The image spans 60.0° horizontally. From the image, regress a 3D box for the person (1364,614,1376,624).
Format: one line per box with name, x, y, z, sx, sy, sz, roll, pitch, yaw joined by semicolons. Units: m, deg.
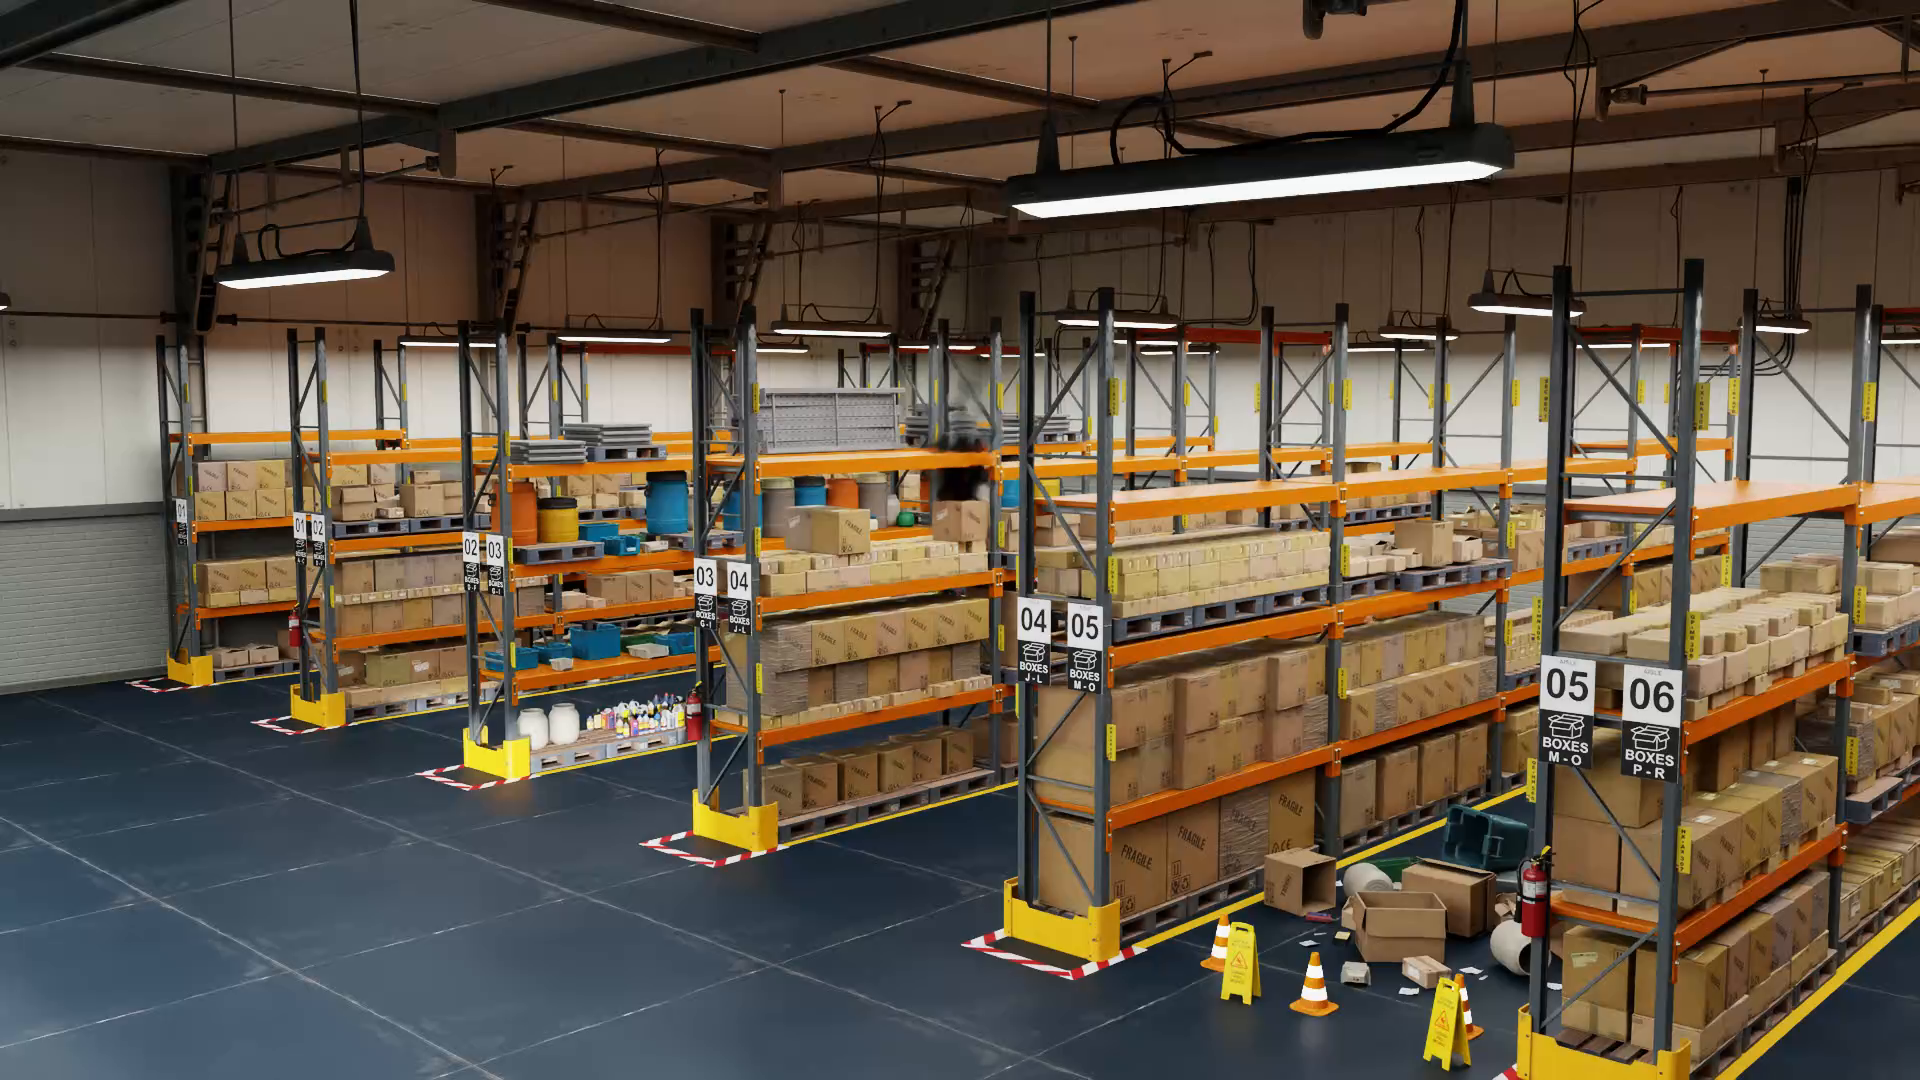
person;6.263;1.950;25.472;0.588;1.684;0.846;4;7;35
